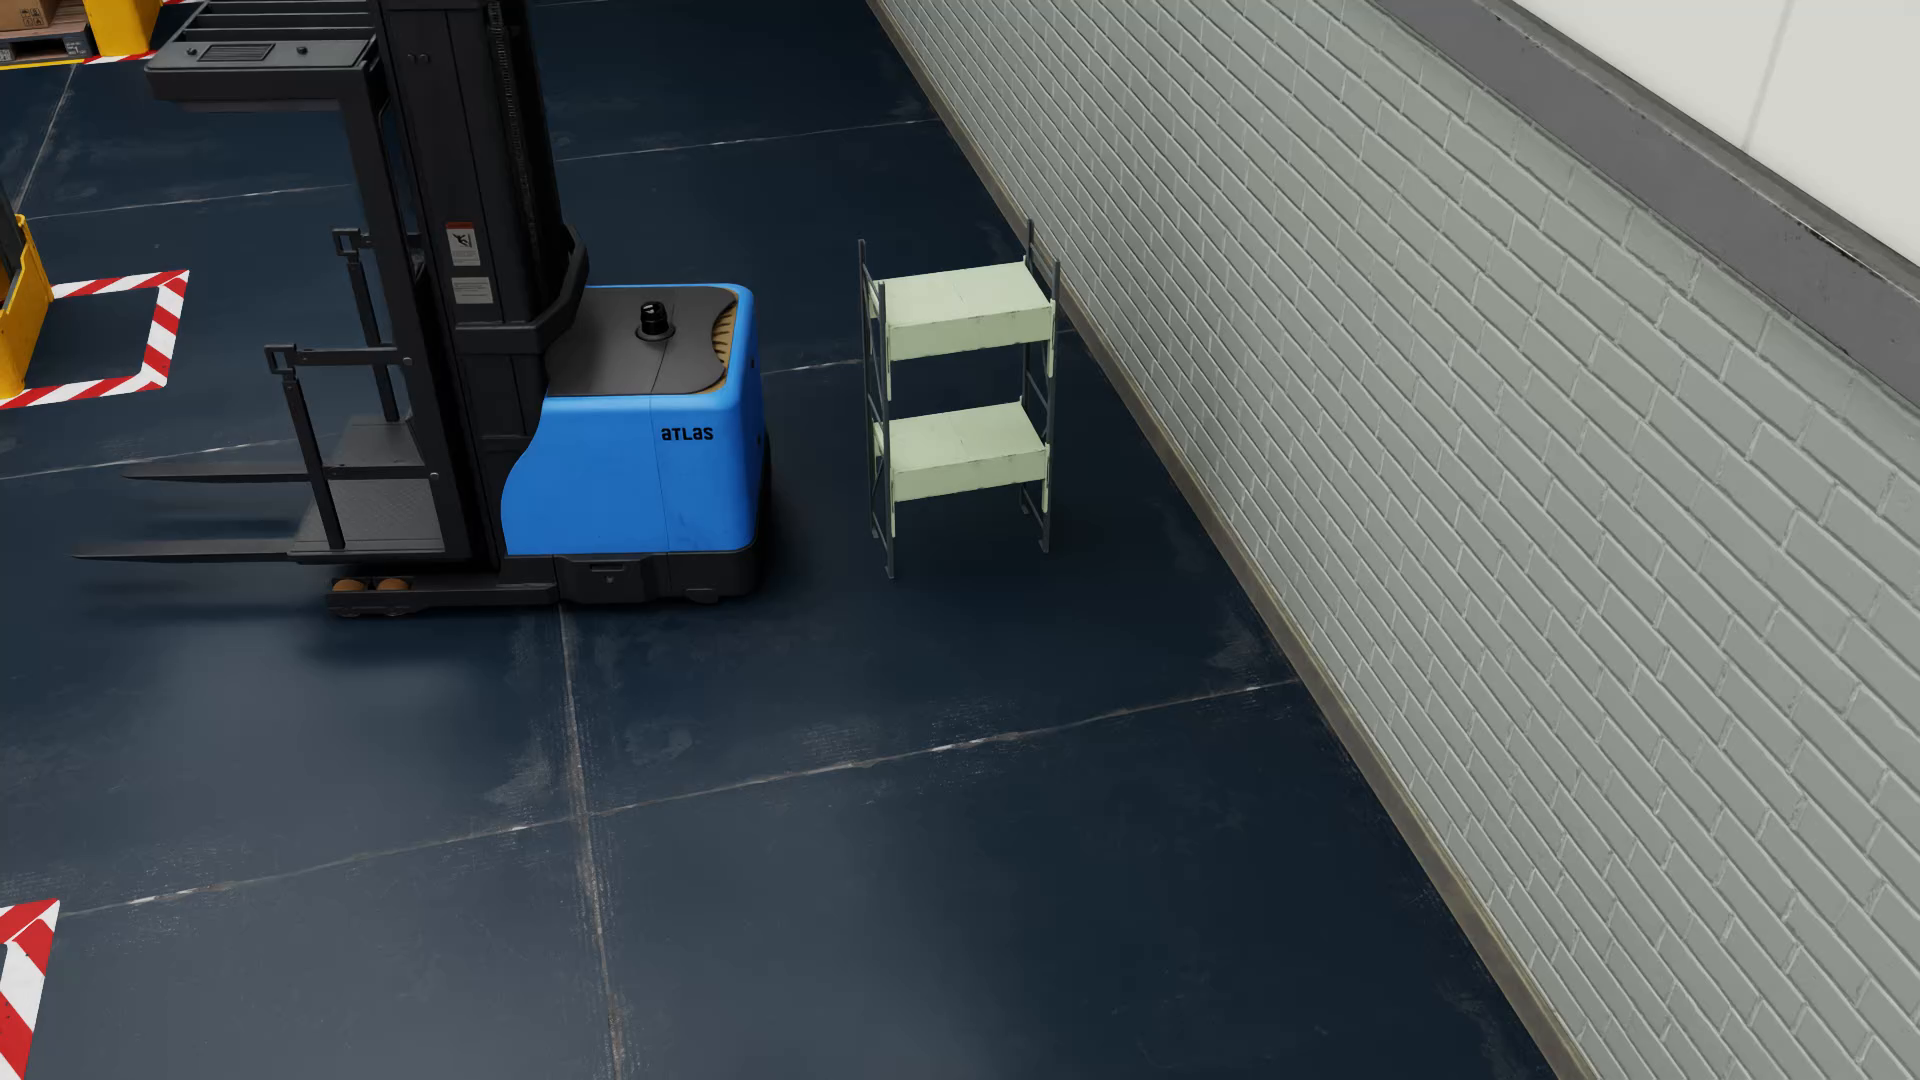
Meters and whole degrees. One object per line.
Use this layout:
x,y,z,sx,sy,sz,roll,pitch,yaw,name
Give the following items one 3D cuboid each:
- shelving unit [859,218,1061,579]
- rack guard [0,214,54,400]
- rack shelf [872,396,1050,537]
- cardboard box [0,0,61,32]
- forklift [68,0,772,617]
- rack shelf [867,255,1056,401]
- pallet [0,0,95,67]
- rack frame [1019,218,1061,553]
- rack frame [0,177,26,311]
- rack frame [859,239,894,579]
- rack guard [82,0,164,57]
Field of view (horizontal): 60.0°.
-0.006,-0.595,7.293,0.755,1.500,0.431,-9,38,-12,shelving unit
-5.249,-1.265,8.993,0.348,0.500,1.175,-9,38,-12,rack guard
-0.006,-0.336,7.491,0.720,0.370,0.431,-9,38,-12,rack shelf
-7.120,-4.180,12.457,0.500,0.500,0.700,-9,38,-12,cardboard box
-2.414,-1.154,6.846,3.031,2.935,1.130,-1,37,-1,forklift
-0.006,-0.905,7.056,0.720,0.370,0.431,-9,38,-12,rack shelf
-7.222,-3.895,12.668,1.213,0.211,1.003,-9,38,-12,pallet
0.347,-0.653,7.369,0.023,1.500,0.400,-9,38,-12,rack frame
-5.176,-2.270,8.249,0.127,3.000,1.000,-9,38,-12,rack frame
-0.360,-0.537,7.217,0.023,1.500,0.400,-9,38,-12,rack frame
-6.447,-4.186,12.811,0.348,0.500,1.175,-9,38,-12,rack guard
